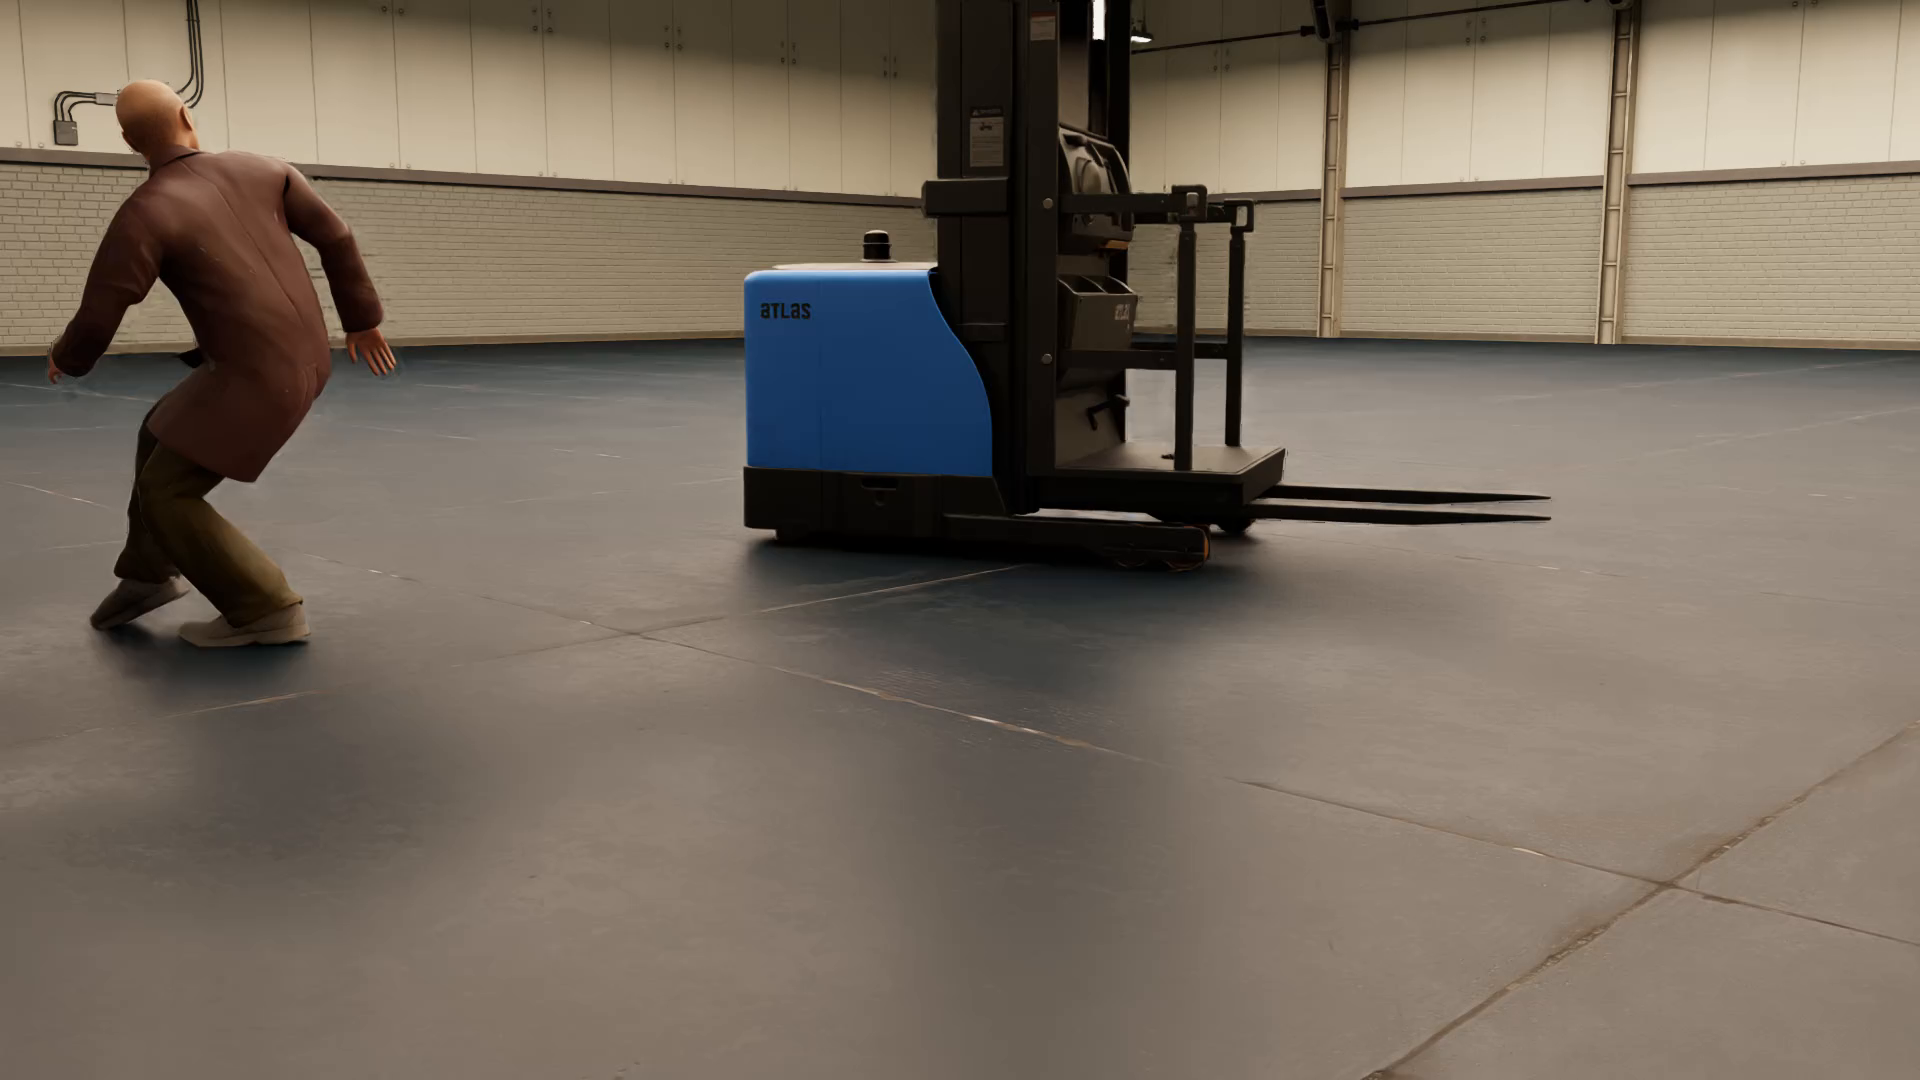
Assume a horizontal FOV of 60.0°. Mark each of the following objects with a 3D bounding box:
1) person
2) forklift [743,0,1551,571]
[{"bbox_3d":[-2.203,-0.504,4.839,0.818,1.590,0.806,2,9,11],"label":"person"},{"bbox_3d":[0.713,-1.426,6.344,3.031,2.935,1.130,3,9,19],"label":"forklift"}]
